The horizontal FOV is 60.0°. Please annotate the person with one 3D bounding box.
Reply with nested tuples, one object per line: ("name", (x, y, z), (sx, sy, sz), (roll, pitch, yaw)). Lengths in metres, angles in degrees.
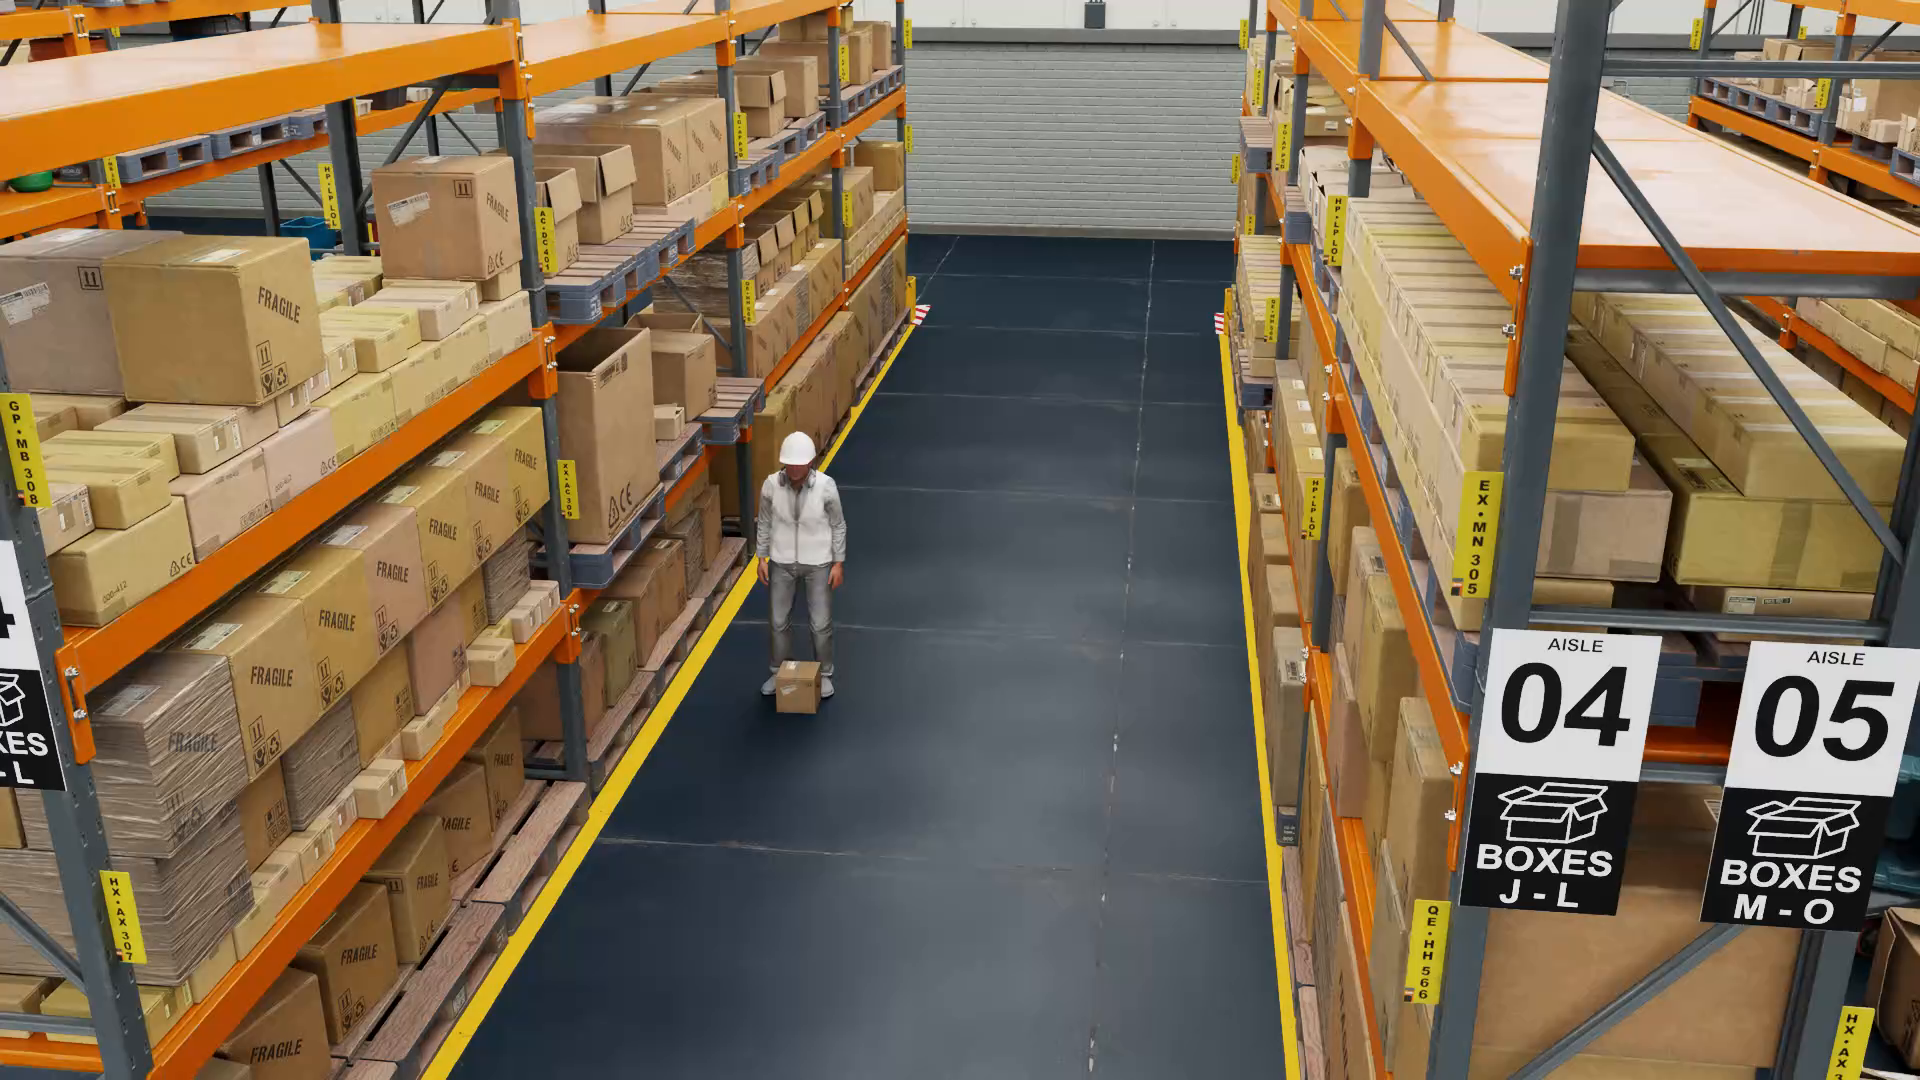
("person", (-1.019, 0.143, 10.672), (0.581, 1.772, 0.460), (3, 21, 7))
